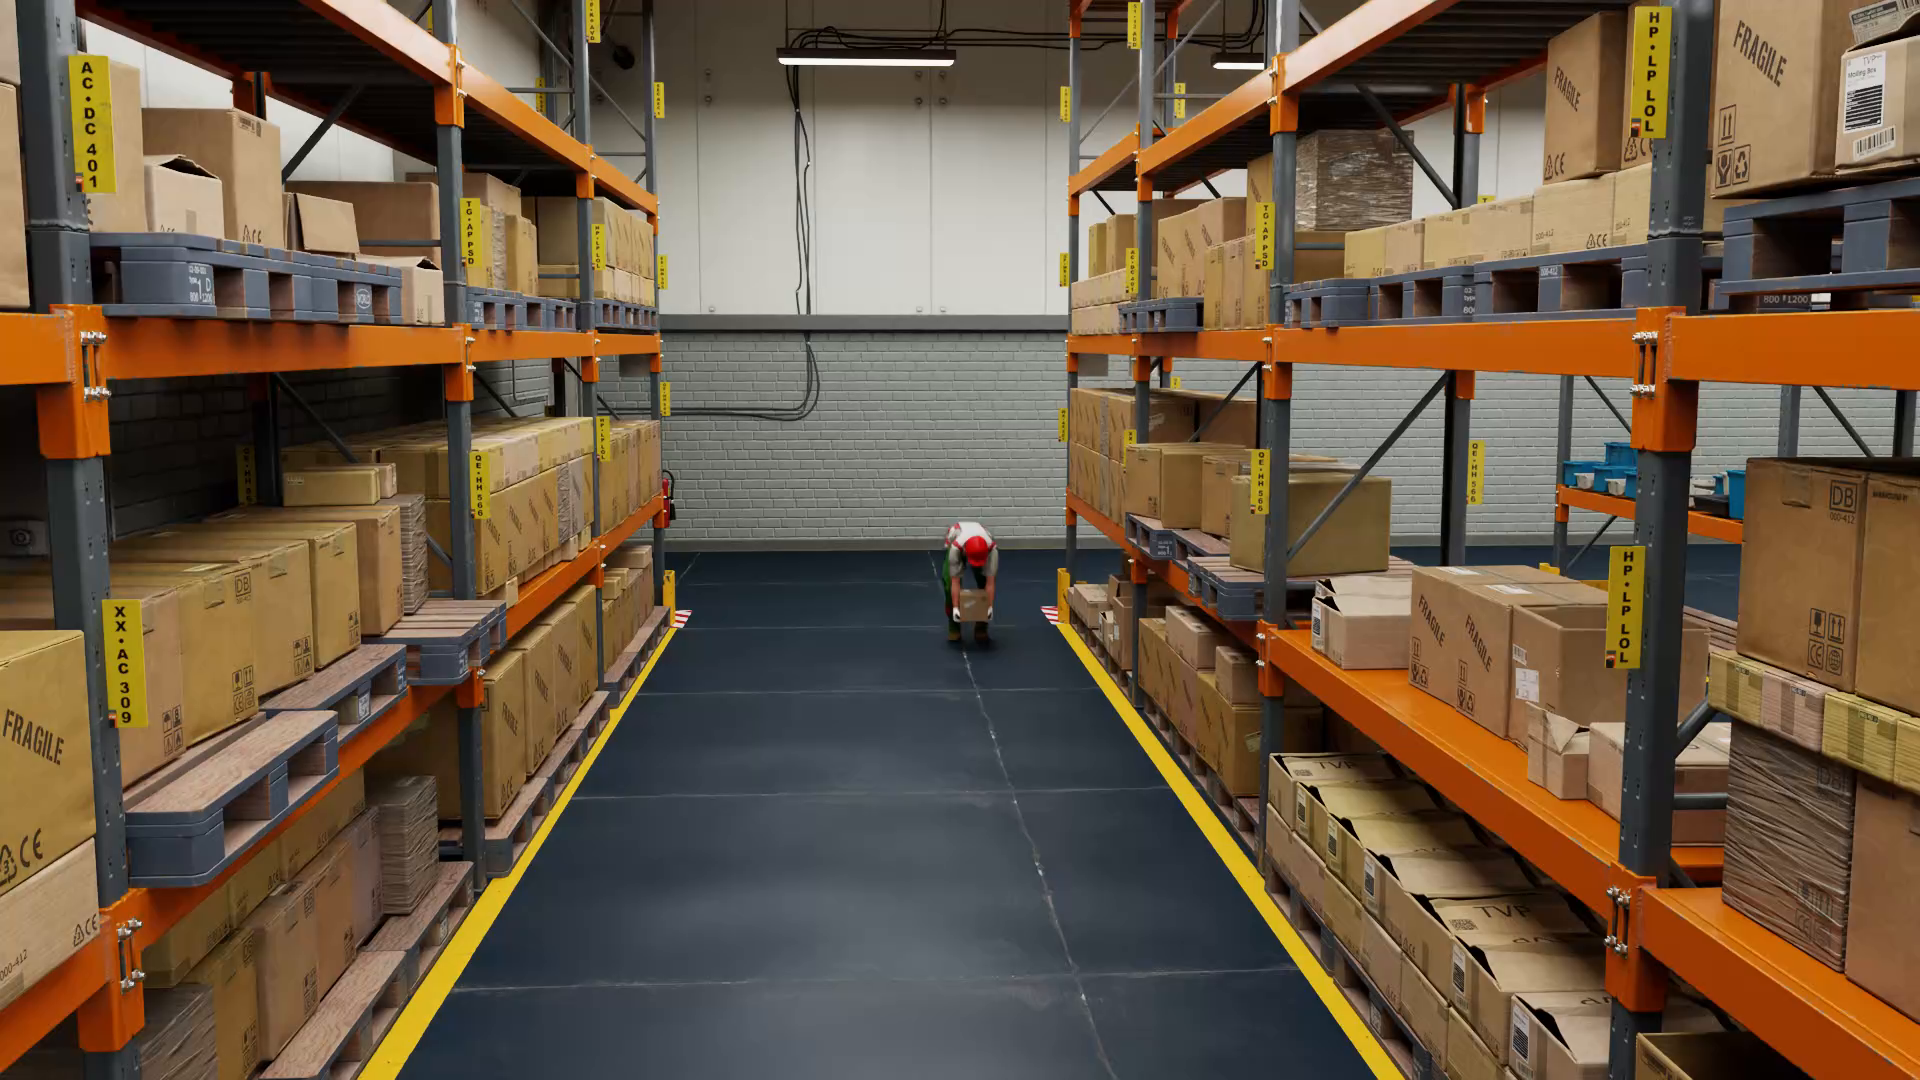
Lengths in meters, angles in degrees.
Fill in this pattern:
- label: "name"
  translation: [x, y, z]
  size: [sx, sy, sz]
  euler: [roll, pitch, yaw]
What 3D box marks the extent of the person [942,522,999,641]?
- label: "person"
  translation: [0.103, 0.407, 15.128]
  size: [0.506, 1.095, 0.965]
  euler: [-1, 7, -6]
